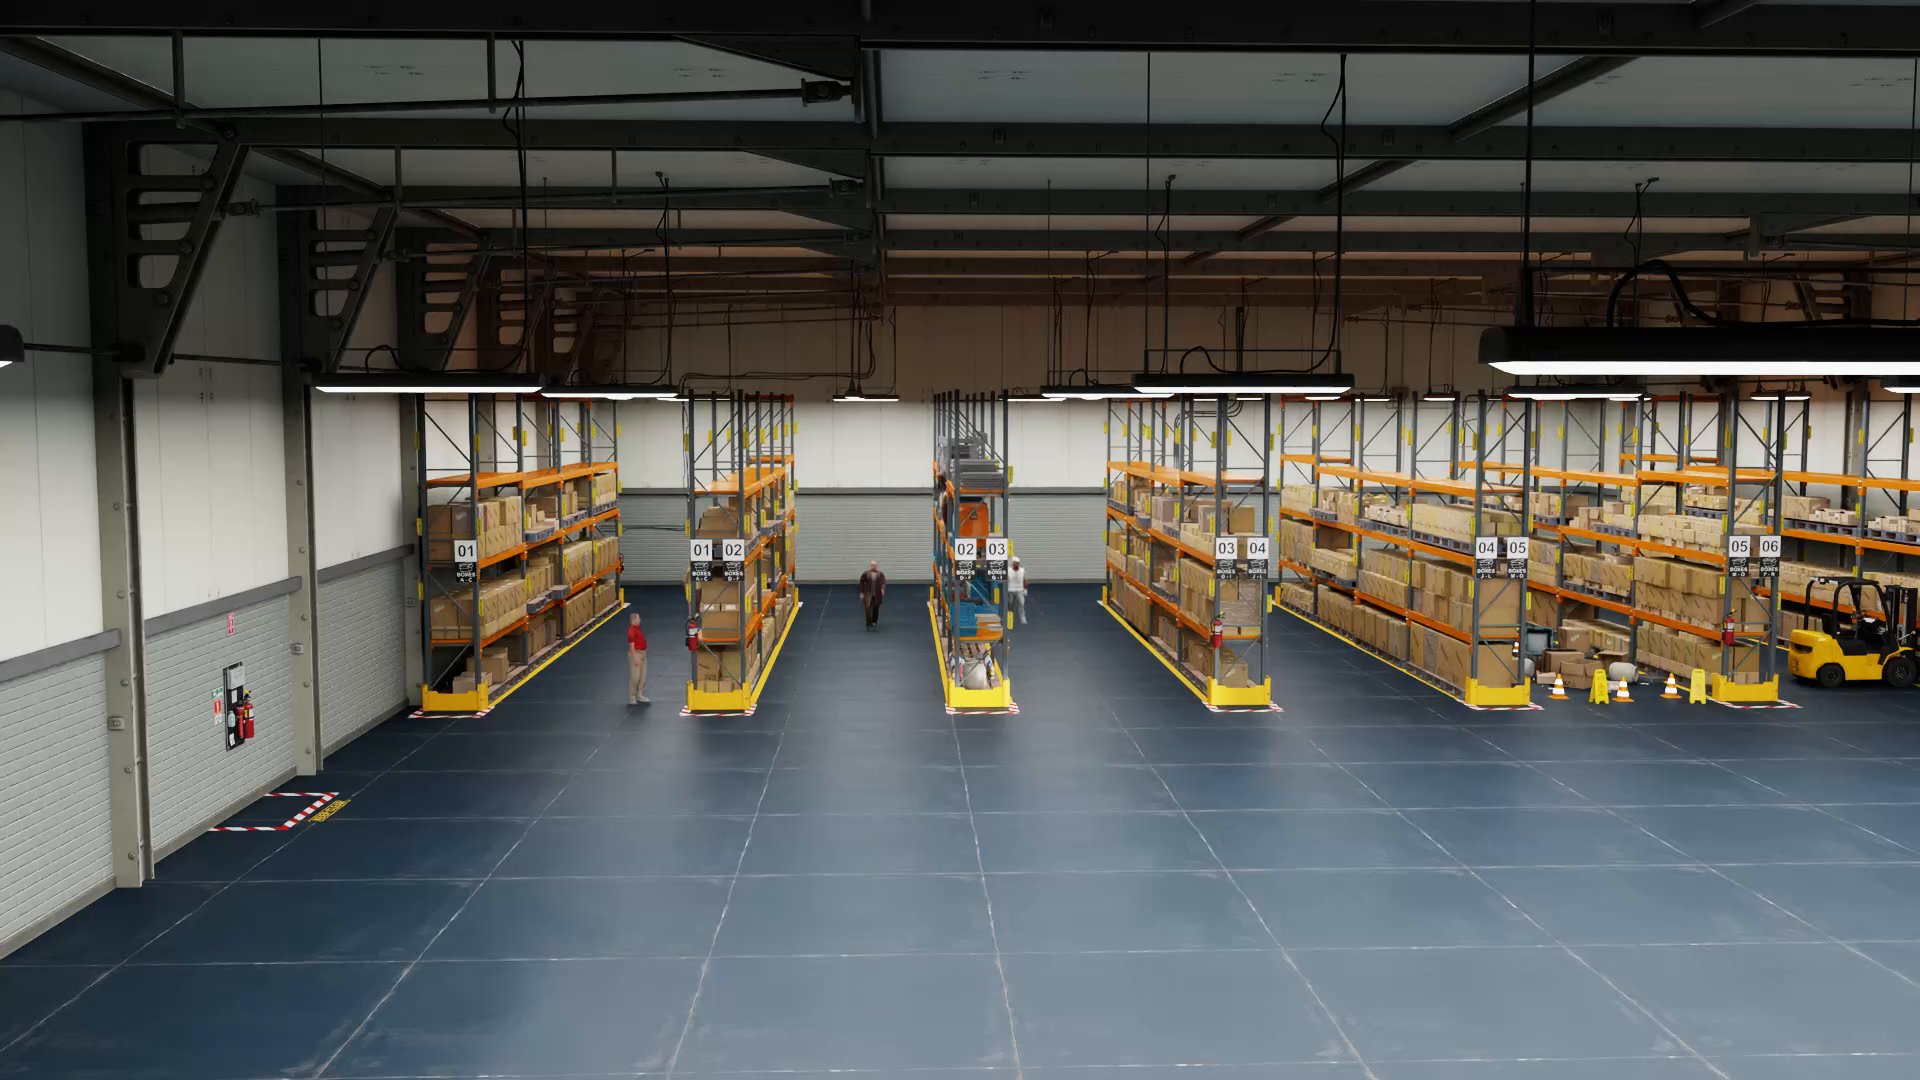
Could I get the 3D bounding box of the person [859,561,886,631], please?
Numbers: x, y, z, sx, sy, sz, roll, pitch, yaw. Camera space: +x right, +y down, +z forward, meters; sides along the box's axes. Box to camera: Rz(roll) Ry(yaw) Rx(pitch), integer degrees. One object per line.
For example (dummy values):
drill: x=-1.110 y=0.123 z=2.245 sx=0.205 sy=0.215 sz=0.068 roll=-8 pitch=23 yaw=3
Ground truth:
person: x=-2.231 y=1.439 z=42.398 sx=0.703 sy=1.814 sz=0.936 roll=0 pitch=5 yaw=1

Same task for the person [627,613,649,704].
person: x=-6.211 y=2.302 z=32.025 sx=0.414 sy=1.803 sz=0.631 roll=1 pitch=5 yaw=16

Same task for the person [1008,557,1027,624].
person: x=1.476 y=1.308 z=43.189 sx=0.628 sy=1.713 sz=1.074 roll=-1 pitch=5 yaw=-7

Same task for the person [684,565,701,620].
person: x=-7.063 y=1.294 z=44.230 sx=0.564 sy=1.613 sz=1.039 roll=0 pitch=5 yaw=-5
